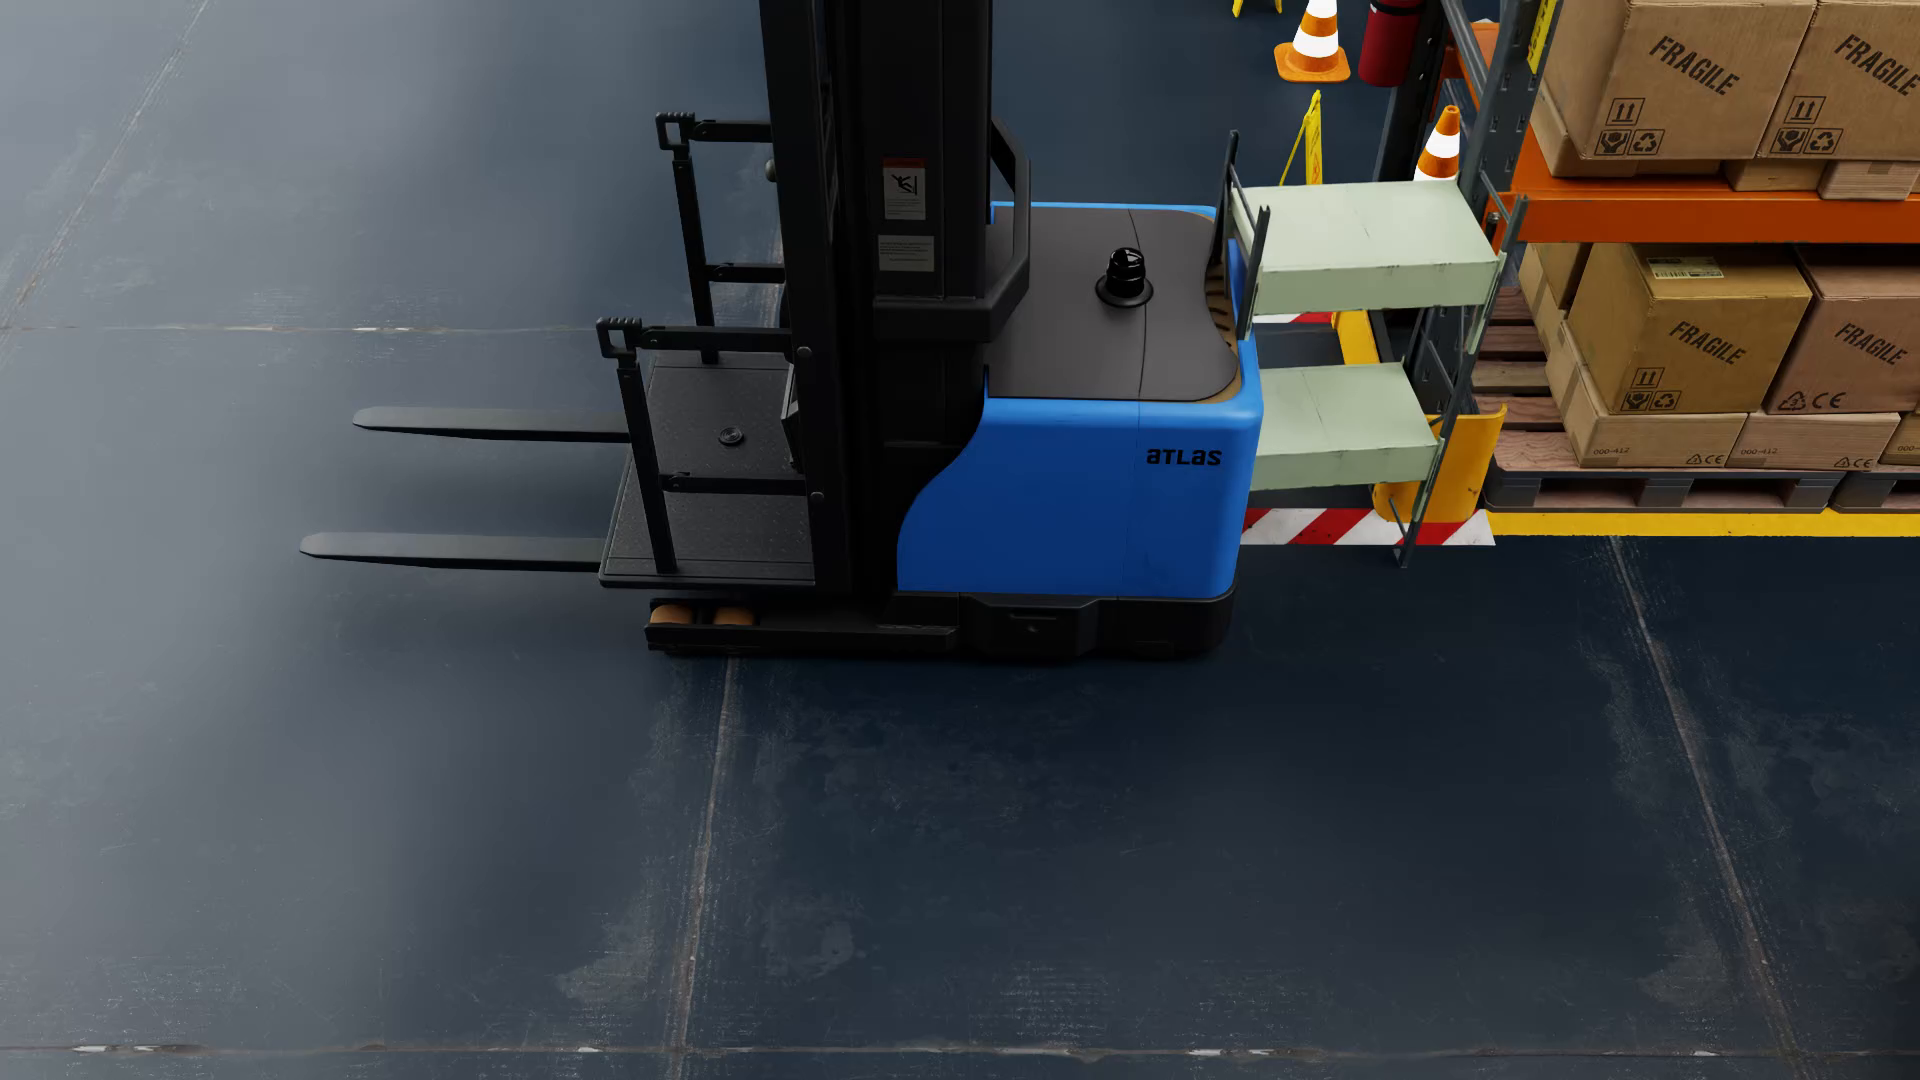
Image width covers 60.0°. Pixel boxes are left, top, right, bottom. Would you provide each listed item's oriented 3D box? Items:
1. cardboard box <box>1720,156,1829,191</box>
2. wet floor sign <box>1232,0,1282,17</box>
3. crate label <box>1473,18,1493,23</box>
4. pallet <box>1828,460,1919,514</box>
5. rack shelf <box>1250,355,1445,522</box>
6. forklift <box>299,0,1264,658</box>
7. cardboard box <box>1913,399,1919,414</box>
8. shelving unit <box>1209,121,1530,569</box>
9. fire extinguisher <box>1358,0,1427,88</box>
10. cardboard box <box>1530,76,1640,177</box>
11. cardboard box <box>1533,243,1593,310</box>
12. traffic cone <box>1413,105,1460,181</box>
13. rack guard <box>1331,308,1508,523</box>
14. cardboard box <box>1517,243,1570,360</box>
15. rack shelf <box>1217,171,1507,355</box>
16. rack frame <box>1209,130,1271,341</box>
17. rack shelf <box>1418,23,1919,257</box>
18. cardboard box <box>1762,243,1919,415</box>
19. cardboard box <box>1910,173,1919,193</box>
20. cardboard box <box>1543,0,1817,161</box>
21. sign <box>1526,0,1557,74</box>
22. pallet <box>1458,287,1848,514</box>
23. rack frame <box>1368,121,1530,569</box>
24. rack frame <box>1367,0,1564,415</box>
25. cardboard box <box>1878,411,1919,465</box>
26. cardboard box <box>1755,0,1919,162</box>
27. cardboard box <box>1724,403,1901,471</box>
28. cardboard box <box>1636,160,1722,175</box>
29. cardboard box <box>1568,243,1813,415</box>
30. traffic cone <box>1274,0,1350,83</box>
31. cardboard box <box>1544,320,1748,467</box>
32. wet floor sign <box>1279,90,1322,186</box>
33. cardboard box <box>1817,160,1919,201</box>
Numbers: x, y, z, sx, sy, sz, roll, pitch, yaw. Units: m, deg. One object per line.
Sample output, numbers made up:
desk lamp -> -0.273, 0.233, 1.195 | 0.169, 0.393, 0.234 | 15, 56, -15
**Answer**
cardboard box -> 2.415, -1.222, 5.010 | 0.250, 0.149, 0.380 | -1, 47, -1
wet floor sign -> 1.440, -2.883, 7.992 | 0.232, 0.644, 0.267 | -7, 47, -7
crate label -> 2.444, -2.335, 7.830 | 0.298, 0.136, 0.250 | -23, 51, -20
pallet -> 3.664, -0.527, 6.096 | 1.213, 0.211, 1.003 | 0, 47, 0
rack shelf -> 1.137, -0.314, 5.454 | 0.720, 0.370, 0.431 | -4, 47, -6
forklift -> -0.628, -1.015, 4.693 | 3.031, 2.935, 1.130 | 1, 47, 1
cardboard box -> 3.413, -0.762, 5.490 | 0.500, 0.500, 0.500 | 1, 47, 1
shelving unit -> 1.148, -0.539, 5.218 | 0.755, 1.500, 0.431 | -4, 47, -6
fire extinguisher -> 1.446, -1.822, 5.449 | 0.183, 0.674, 0.296 | 0, 47, 0
cardboard box -> 1.898, -1.272, 5.057 | 0.250, 0.149, 0.380 | 0, 47, 0
cardboard box -> 2.361, -1.161, 5.861 | 0.500, 0.500, 0.500 | 0, 47, 0
traffic cone -> 1.994, -1.589, 6.913 | 0.334, 0.463, 0.336 | 0, 47, 0
rack guard -> 1.635, -0.659, 6.022 | 0.348, 0.500, 1.175 | 0, 47, 0
cardboard box -> 2.392, -0.911, 6.141 | 0.500, 0.250, 0.500 | 0, 47, 0
rack shelf -> 1.161, -0.807, 4.935 | 0.720, 0.370, 0.431 | -4, 47, -6
rack frame -> 0.784, -0.516, 5.180 | 0.023, 1.500, 0.400 | -4, 47, -6
rack shelf -> 3.559, -1.260, 5.365 | 4.000, 0.370, 1.077 | 0, 47, 0
cardboard box -> 2.911, -0.770, 5.497 | 0.500, 0.500, 0.500 | -1, 47, -1
cardboard box -> 2.928, -1.212, 5.000 | 0.250, 0.149, 0.380 | 1, 47, 1
cardboard box -> 2.032, -1.442, 4.771 | 0.500, 0.500, 0.500 | 0, 47, 0
sign -> 1.557, -1.408, 4.420 | 0.005, 0.325, 0.100 | 0, 47, 0
pallet -> 2.447, -0.532, 6.101 | 1.213, 0.211, 1.003 | 0, 47, 0
rack frame -> 1.511, -0.561, 5.256 | 0.023, 1.500, 0.400 | -4, 47, -6
rack frame -> 1.559, -1.511, 5.107 | 0.127, 3.000, 1.000 | 0, 47, 0
cardboard box -> 3.421, -0.513, 5.770 | 0.500, 0.250, 0.500 | 3, 47, 3
cardboard box -> 2.550, -1.443, 4.772 | 0.500, 0.500, 0.500 | 1, 47, 1
cardboard box -> 2.875, -0.505, 5.763 | 0.500, 0.250, 0.500 | 2, 47, 2
cardboard box -> 2.150, -1.282, 5.066 | 0.250, 0.149, 0.380 | 1, 47, 1
cardboard box -> 2.388, -0.768, 5.495 | 0.500, 0.500, 0.500 | -1, 47, -1
traffic cone -> 1.658, -2.403, 7.670 | 0.334, 0.463, 0.336 | 0, 47, 0
cardboard box -> 2.365, -0.512, 5.769 | 0.500, 0.250, 0.500 | 0, 47, 0
wet floor sign -> 1.373, -1.492, 6.698 | 0.232, 0.644, 0.267 | 15, 49, 14
cardboard box -> 2.669, -1.188, 4.978 | 0.250, 0.149, 0.380 | 1, 47, 1
